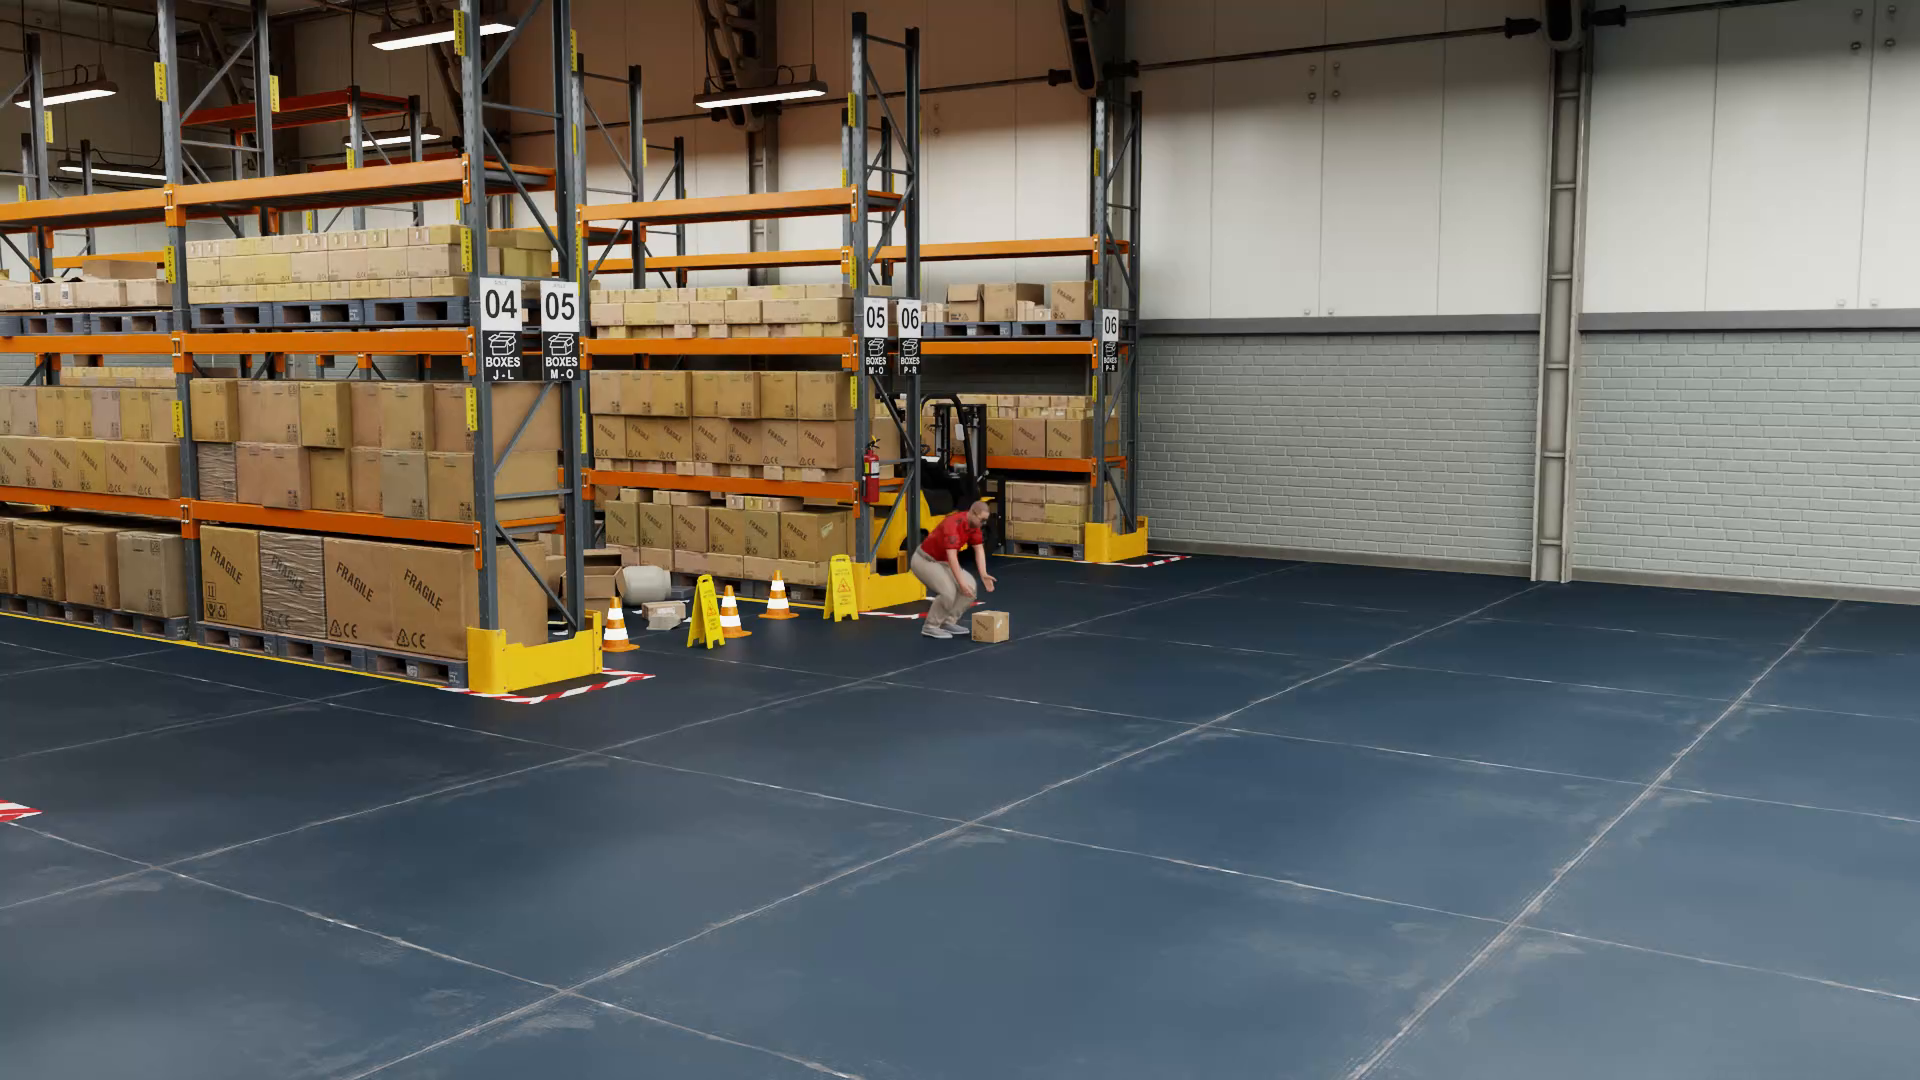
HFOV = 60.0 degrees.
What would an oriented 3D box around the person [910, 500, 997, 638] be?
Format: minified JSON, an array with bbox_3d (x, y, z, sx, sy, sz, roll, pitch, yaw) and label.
[{"bbox_3d":[-0.061,0.258,15.547,0.770,1.289,0.588,4,8,34],"label":"person"}]
